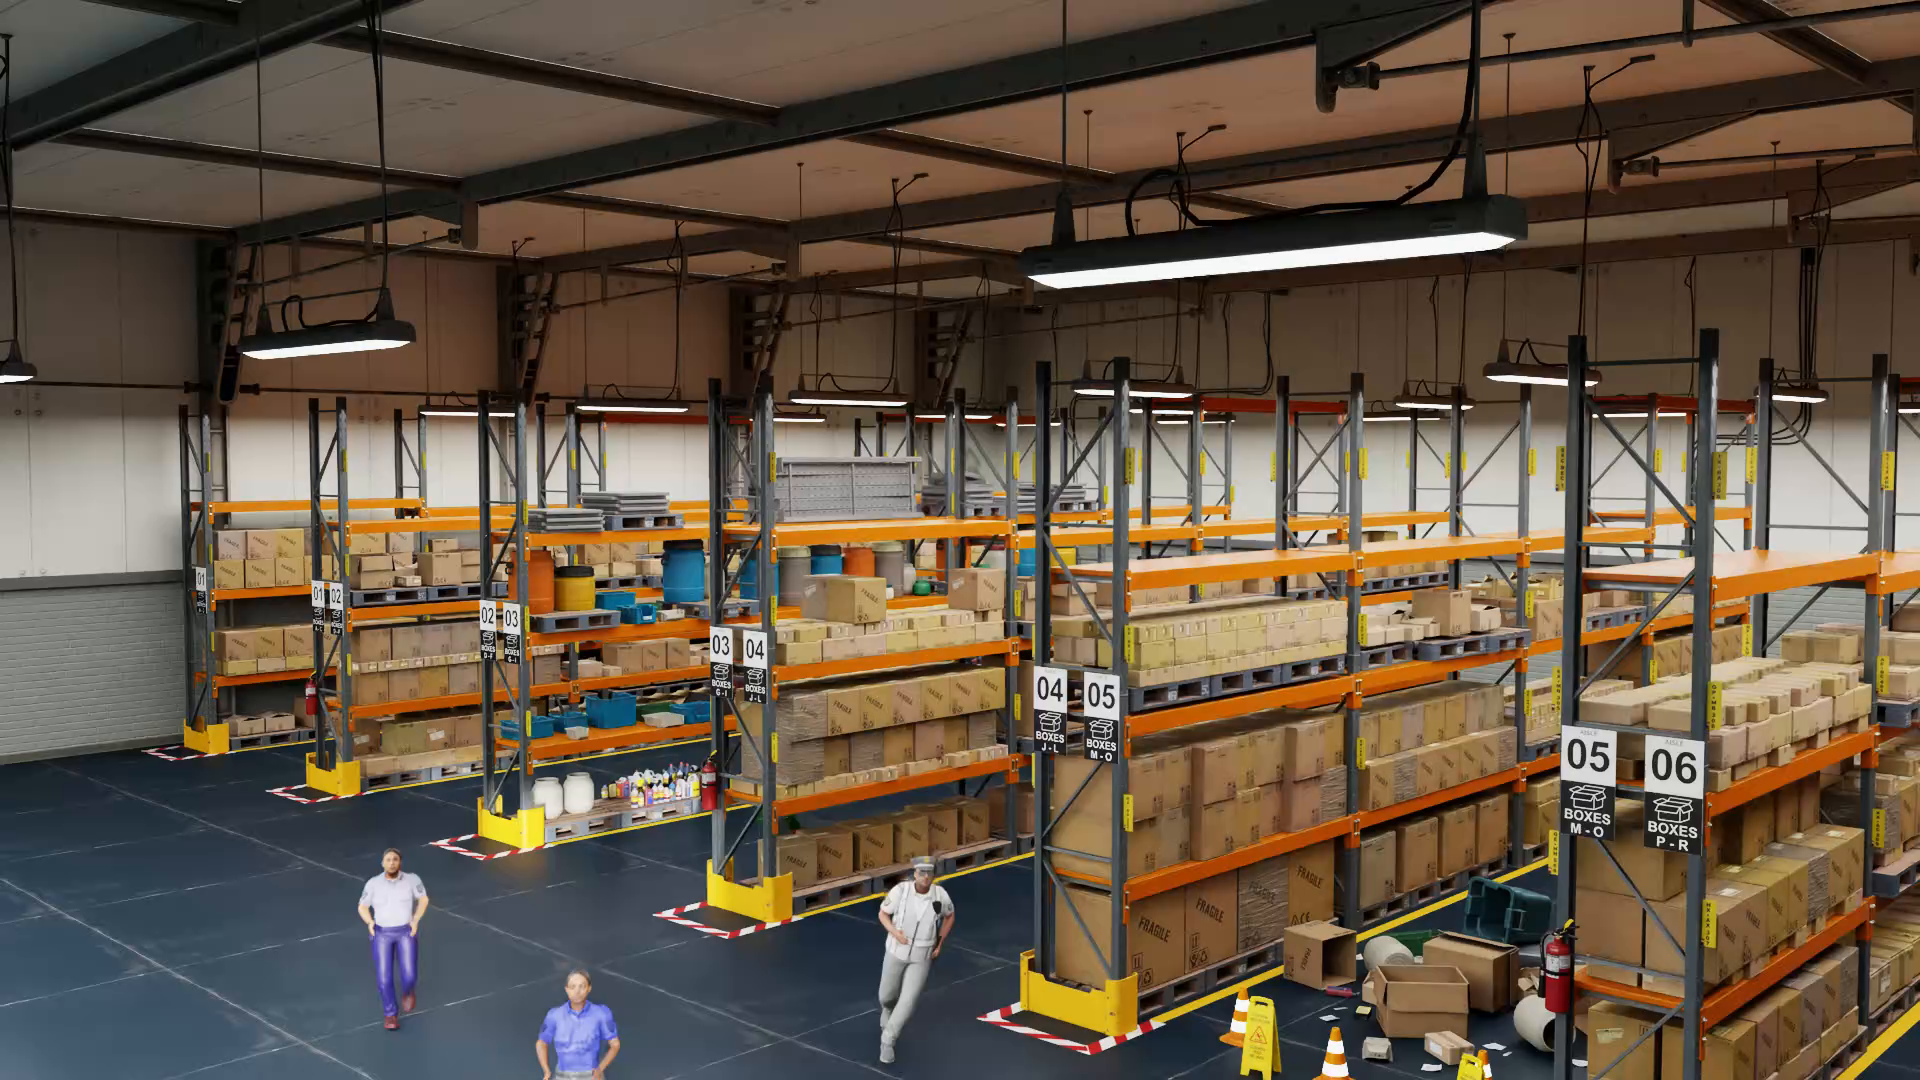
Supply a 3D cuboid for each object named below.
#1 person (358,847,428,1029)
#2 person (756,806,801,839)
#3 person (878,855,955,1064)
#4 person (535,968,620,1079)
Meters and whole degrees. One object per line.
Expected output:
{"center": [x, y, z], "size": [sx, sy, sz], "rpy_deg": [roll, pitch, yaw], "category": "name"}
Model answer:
{"center": [-5.107, 3.573, 14.994], "size": [0.603, 1.596, 0.571], "rpy_deg": [-1, 3, -18], "category": "person"}
{"center": [-2.290, 3.163, 20.996], "size": [0.643, 1.846, 0.774], "rpy_deg": [2, 4, 33], "category": "person"}
{"center": [-0.385, 3.553, 14.412], "size": [0.666, 1.733, 0.849], "rpy_deg": [0, 3, 2], "category": "person"}
{"center": [-2.636, 3.752, 11.463], "size": [0.579, 1.607, 0.658], "rpy_deg": [-1, 3, -9], "category": "person"}
